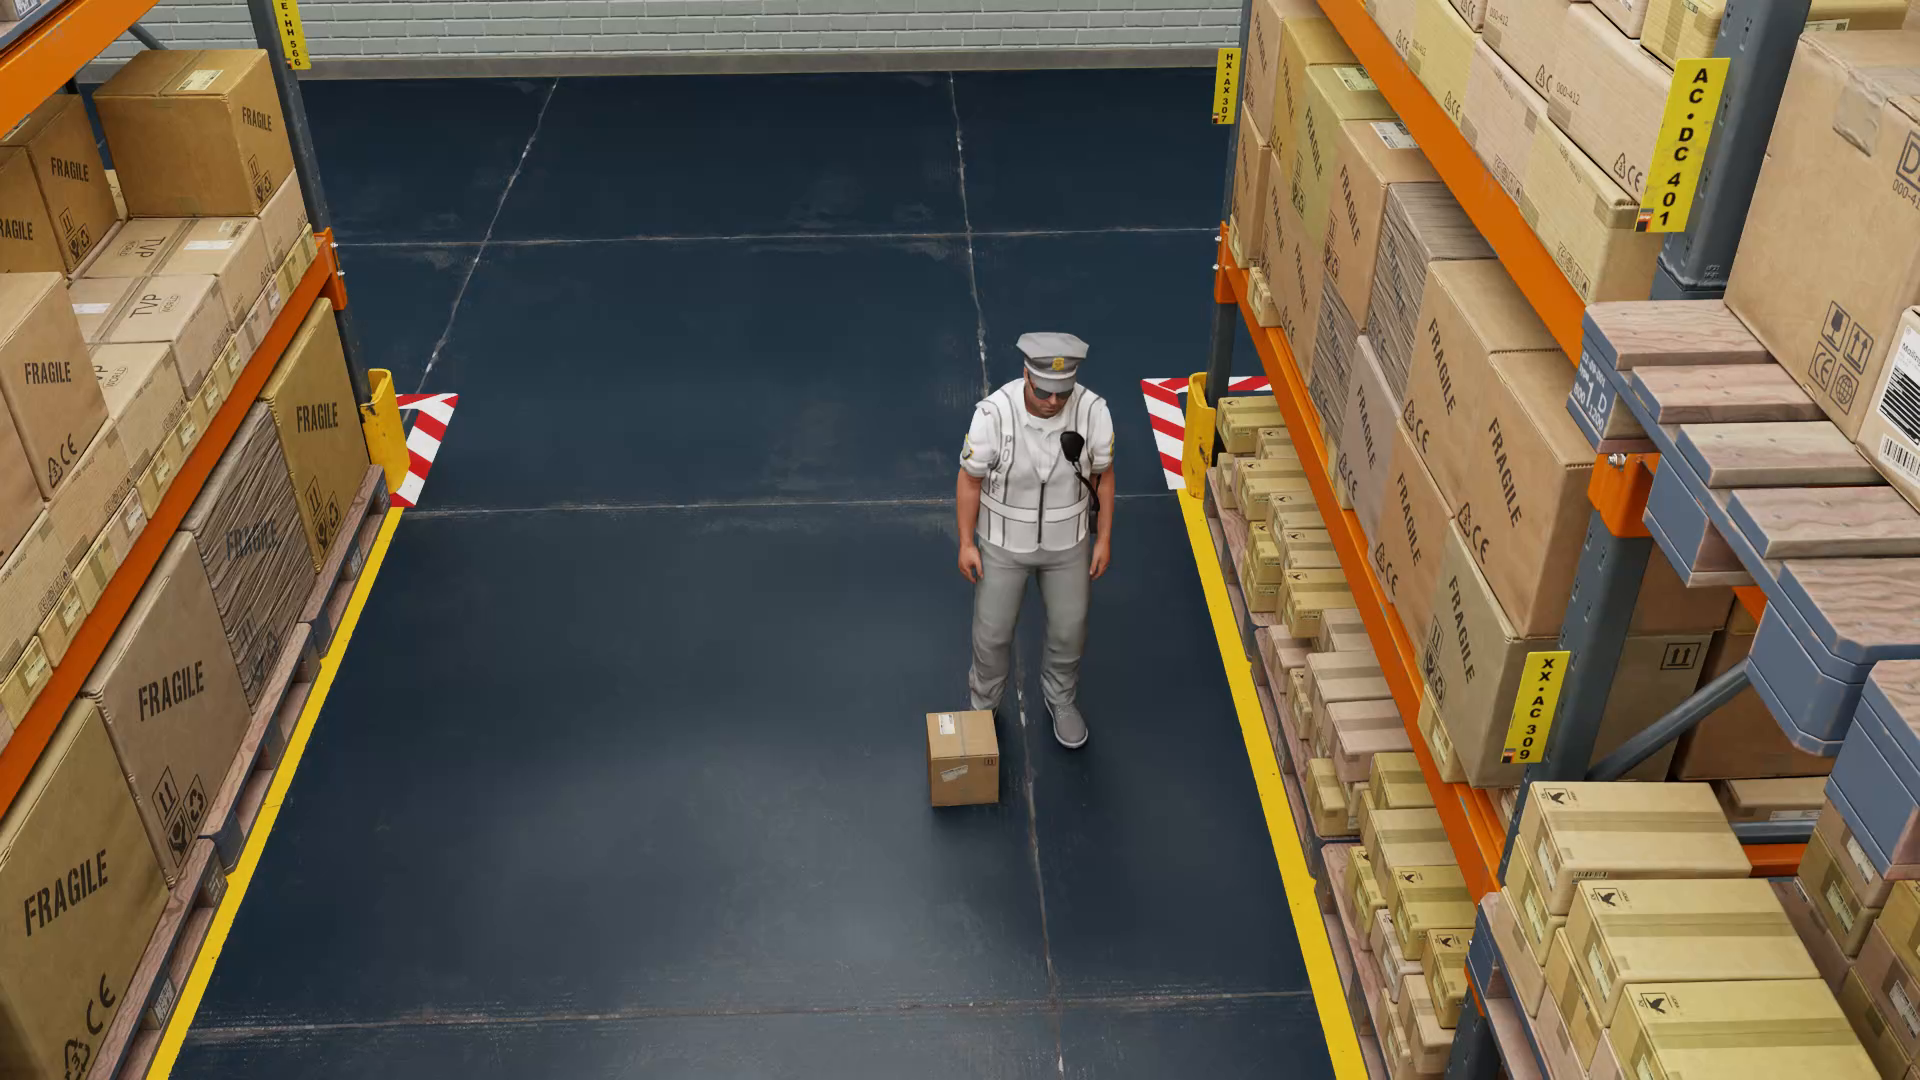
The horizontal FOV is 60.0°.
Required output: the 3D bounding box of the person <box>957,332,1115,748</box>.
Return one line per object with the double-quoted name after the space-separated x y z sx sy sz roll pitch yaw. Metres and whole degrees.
0.276 -0.006 6.147 0.584 1.747 0.439 -3 35 -4 "person"
